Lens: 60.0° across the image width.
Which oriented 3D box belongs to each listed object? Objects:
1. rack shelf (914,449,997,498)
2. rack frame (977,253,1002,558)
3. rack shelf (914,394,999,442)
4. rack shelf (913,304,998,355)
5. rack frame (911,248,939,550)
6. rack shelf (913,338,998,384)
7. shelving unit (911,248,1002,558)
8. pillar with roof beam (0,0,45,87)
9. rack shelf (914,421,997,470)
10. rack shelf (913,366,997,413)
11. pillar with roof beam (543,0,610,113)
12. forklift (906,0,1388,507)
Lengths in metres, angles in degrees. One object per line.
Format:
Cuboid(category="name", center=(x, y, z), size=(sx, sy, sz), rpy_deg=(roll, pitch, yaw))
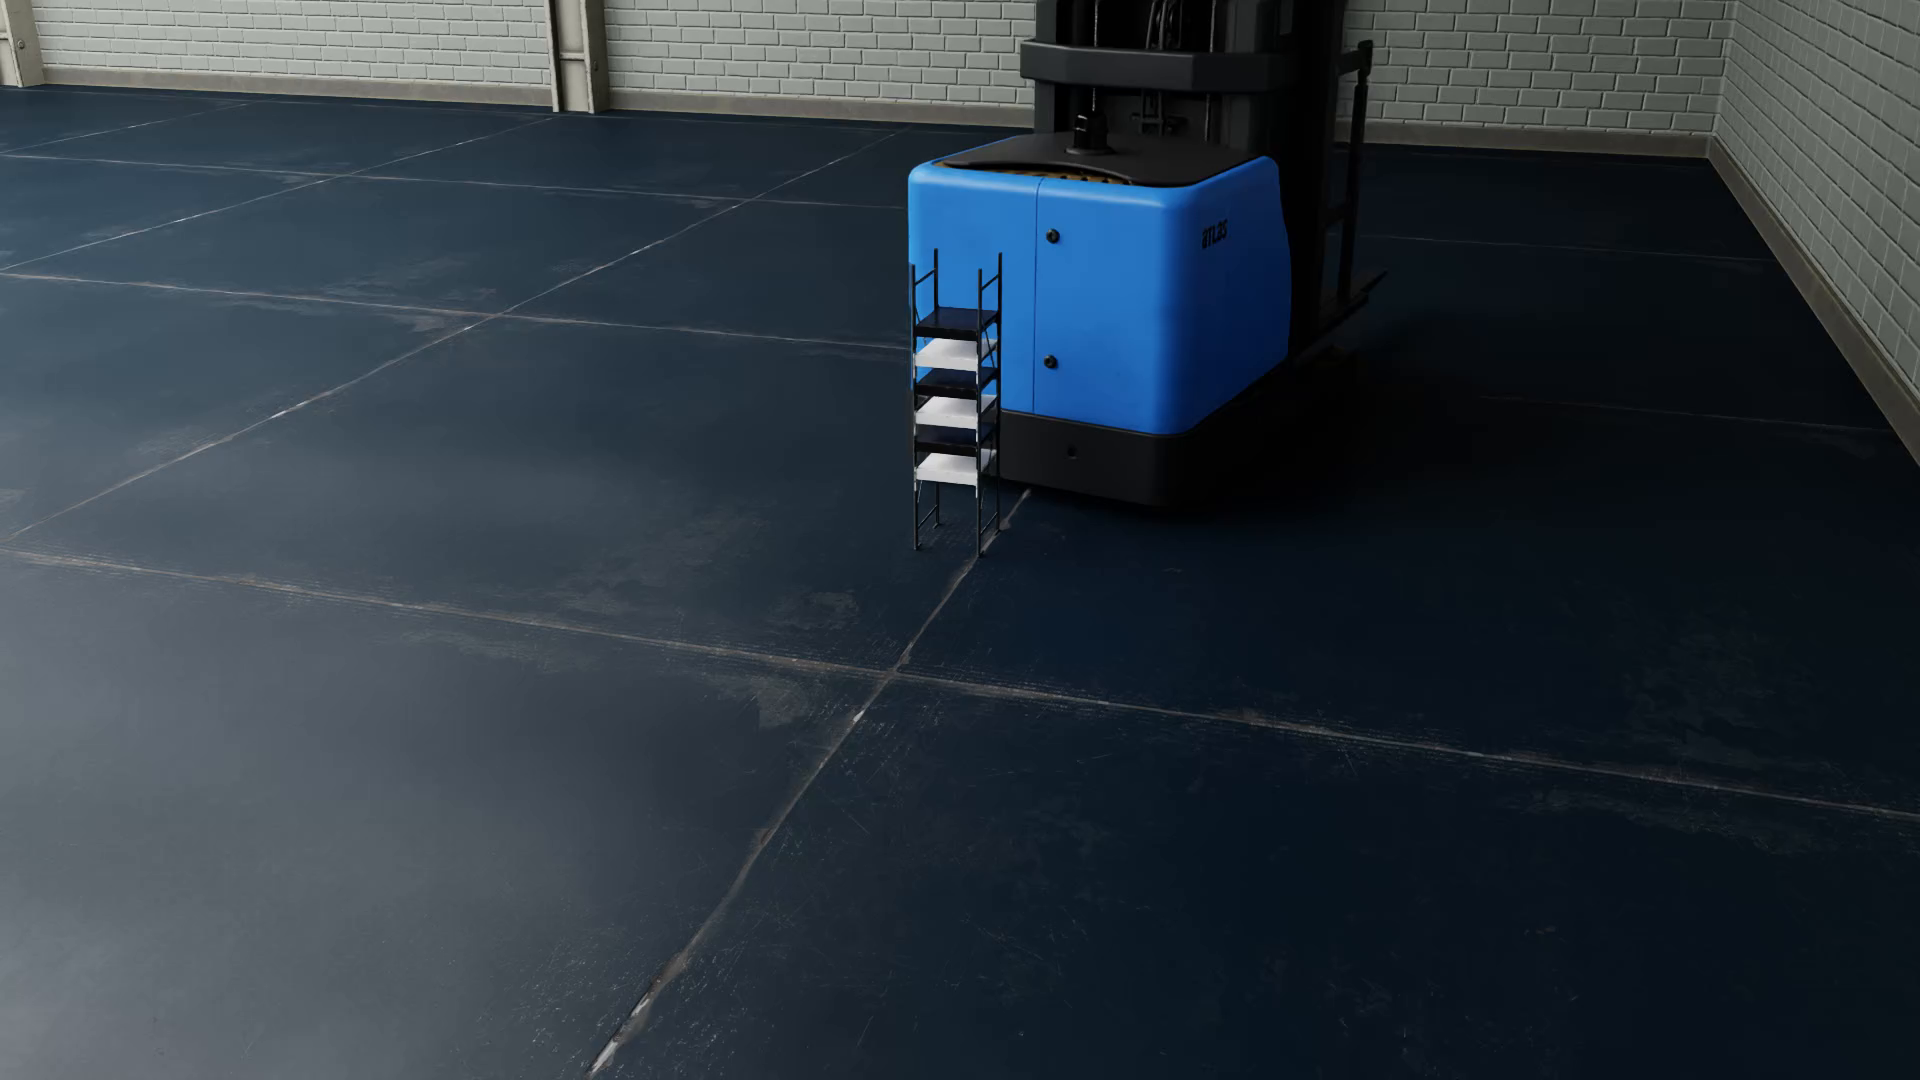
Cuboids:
Cuboid(category="rack shelf", center=(-0.008, -0.220, 5.182), size=(0.200, 0.077, 0.258), rpy_deg=(7, 23, 16))
Cuboid(category="rack frame", center=(0.090, -0.406, 5.074), size=(0.006, 0.900, 0.240), rpy_deg=(7, 23, 16))
Cuboid(category="rack shelf", center=(-0.008, -0.386, 5.114), size=(0.200, 0.077, 0.258), rpy_deg=(7, 23, 16))
Cuboid(category="rack shelf", center=(-0.008, -0.636, 5.012), size=(0.200, 0.077, 0.258), rpy_deg=(7, 23, 16))
Cuboid(category="rack frame", center=(-0.105, -0.428, 5.129), size=(0.006, 0.900, 0.240), rpy_deg=(7, 23, 16))
Cuboid(category="rack shelf", center=(-0.008, -0.553, 5.046), size=(0.200, 0.077, 0.258), rpy_deg=(7, 23, 16))
Cuboid(category="shelving unit", center=(-0.008, -0.417, 5.101), size=(0.210, 0.900, 0.258), rpy_deg=(7, 23, 16))
Cuboid(category="pillar with roof beam", center=(-10.226, -6.946, 10.346), size=(0.400, 9.000, 9.100), rpy_deg=(7, 23, 16))
Cuboid(category="rack shelf", center=(-0.008, -0.303, 5.148), size=(0.200, 0.077, 0.258), rpy_deg=(7, 23, 16))
Cuboid(category="rack shelf", center=(-0.008, -0.470, 5.080), size=(0.200, 0.077, 0.258), rpy_deg=(7, 23, 16))
Cuboid(category="pillar with roof beam", center=(-4.482, -6.288, 8.743), size=(0.400, 9.000, 9.100), rpy_deg=(7, 23, 16))
Cuboid(category="forklift", center=(0.969, -1.979, 6.232), size=(1.130, 2.935, 3.031), rpy_deg=(12, 25, 27))
